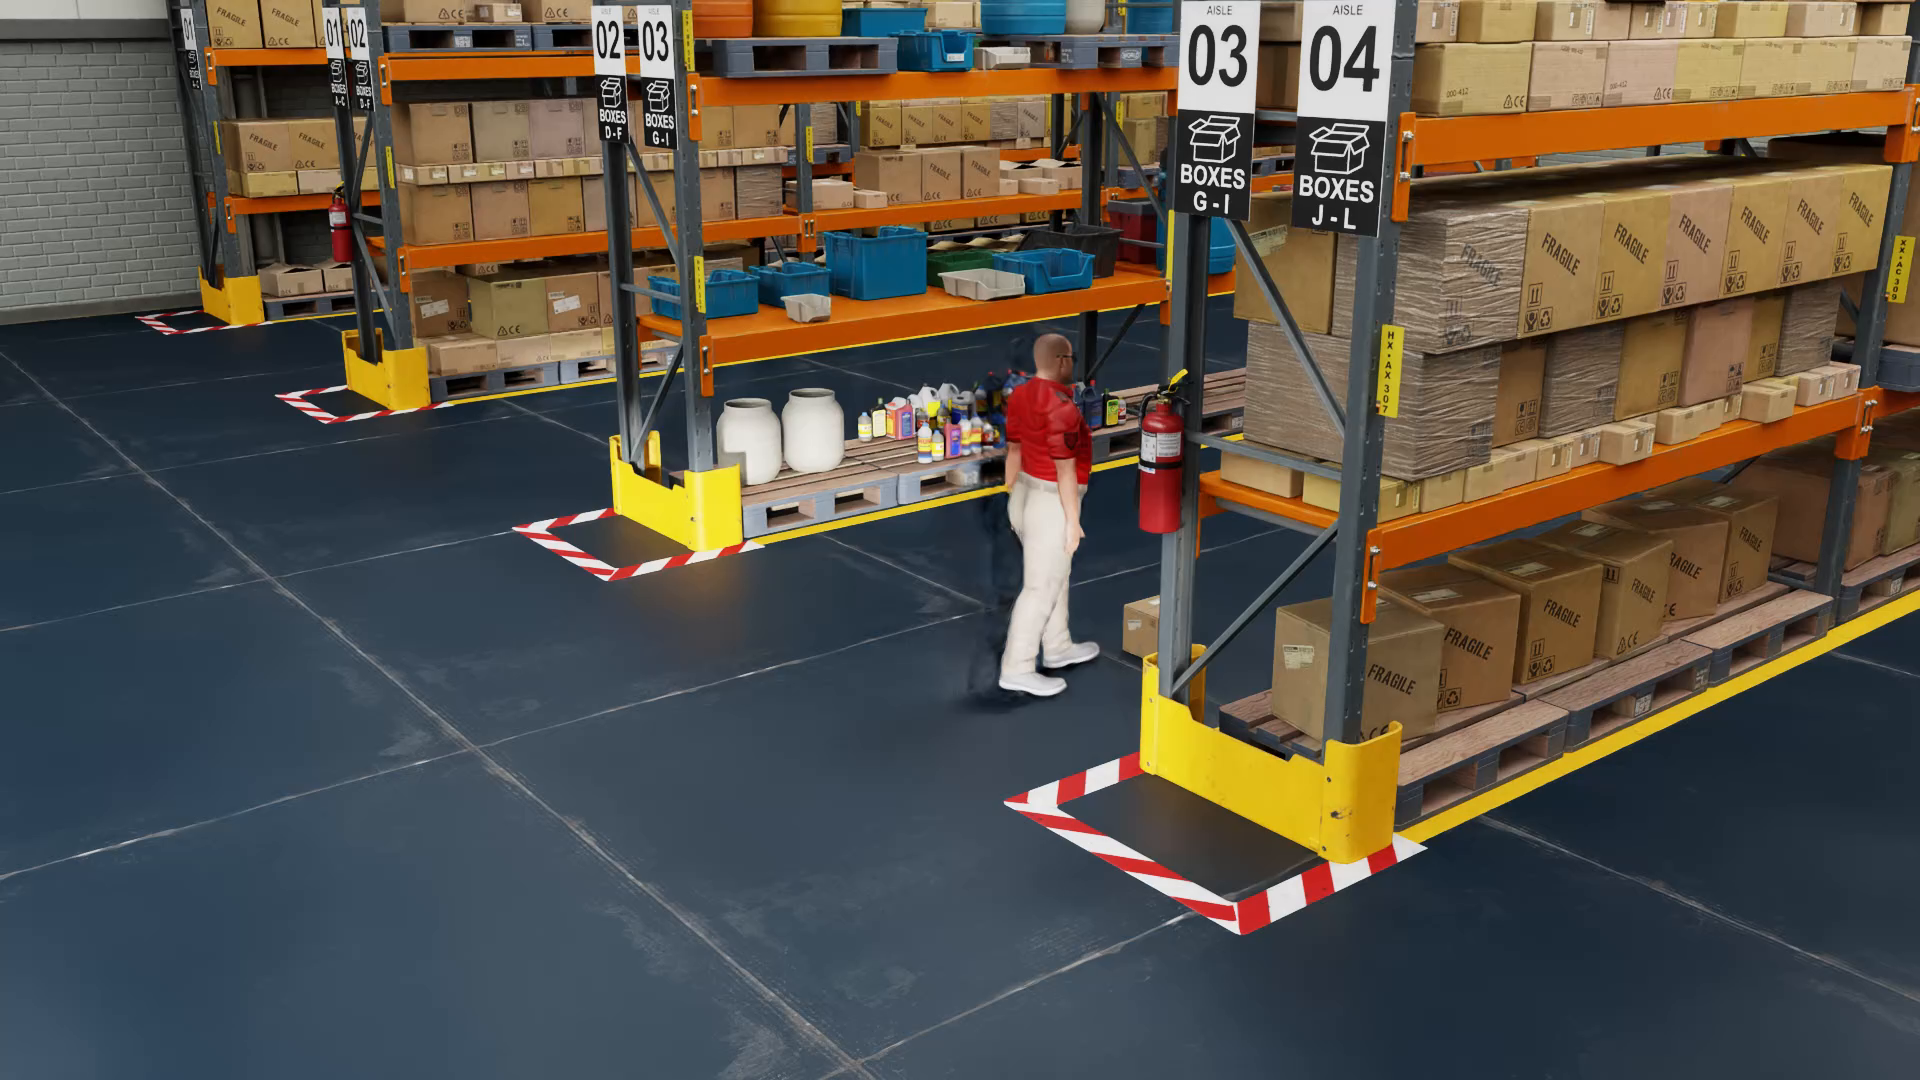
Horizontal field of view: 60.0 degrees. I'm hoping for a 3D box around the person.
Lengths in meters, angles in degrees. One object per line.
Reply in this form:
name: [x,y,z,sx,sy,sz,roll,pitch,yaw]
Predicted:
person: [0.464,-0.144,7.990,0.665,1.716,0.533,-7,19,-22]
